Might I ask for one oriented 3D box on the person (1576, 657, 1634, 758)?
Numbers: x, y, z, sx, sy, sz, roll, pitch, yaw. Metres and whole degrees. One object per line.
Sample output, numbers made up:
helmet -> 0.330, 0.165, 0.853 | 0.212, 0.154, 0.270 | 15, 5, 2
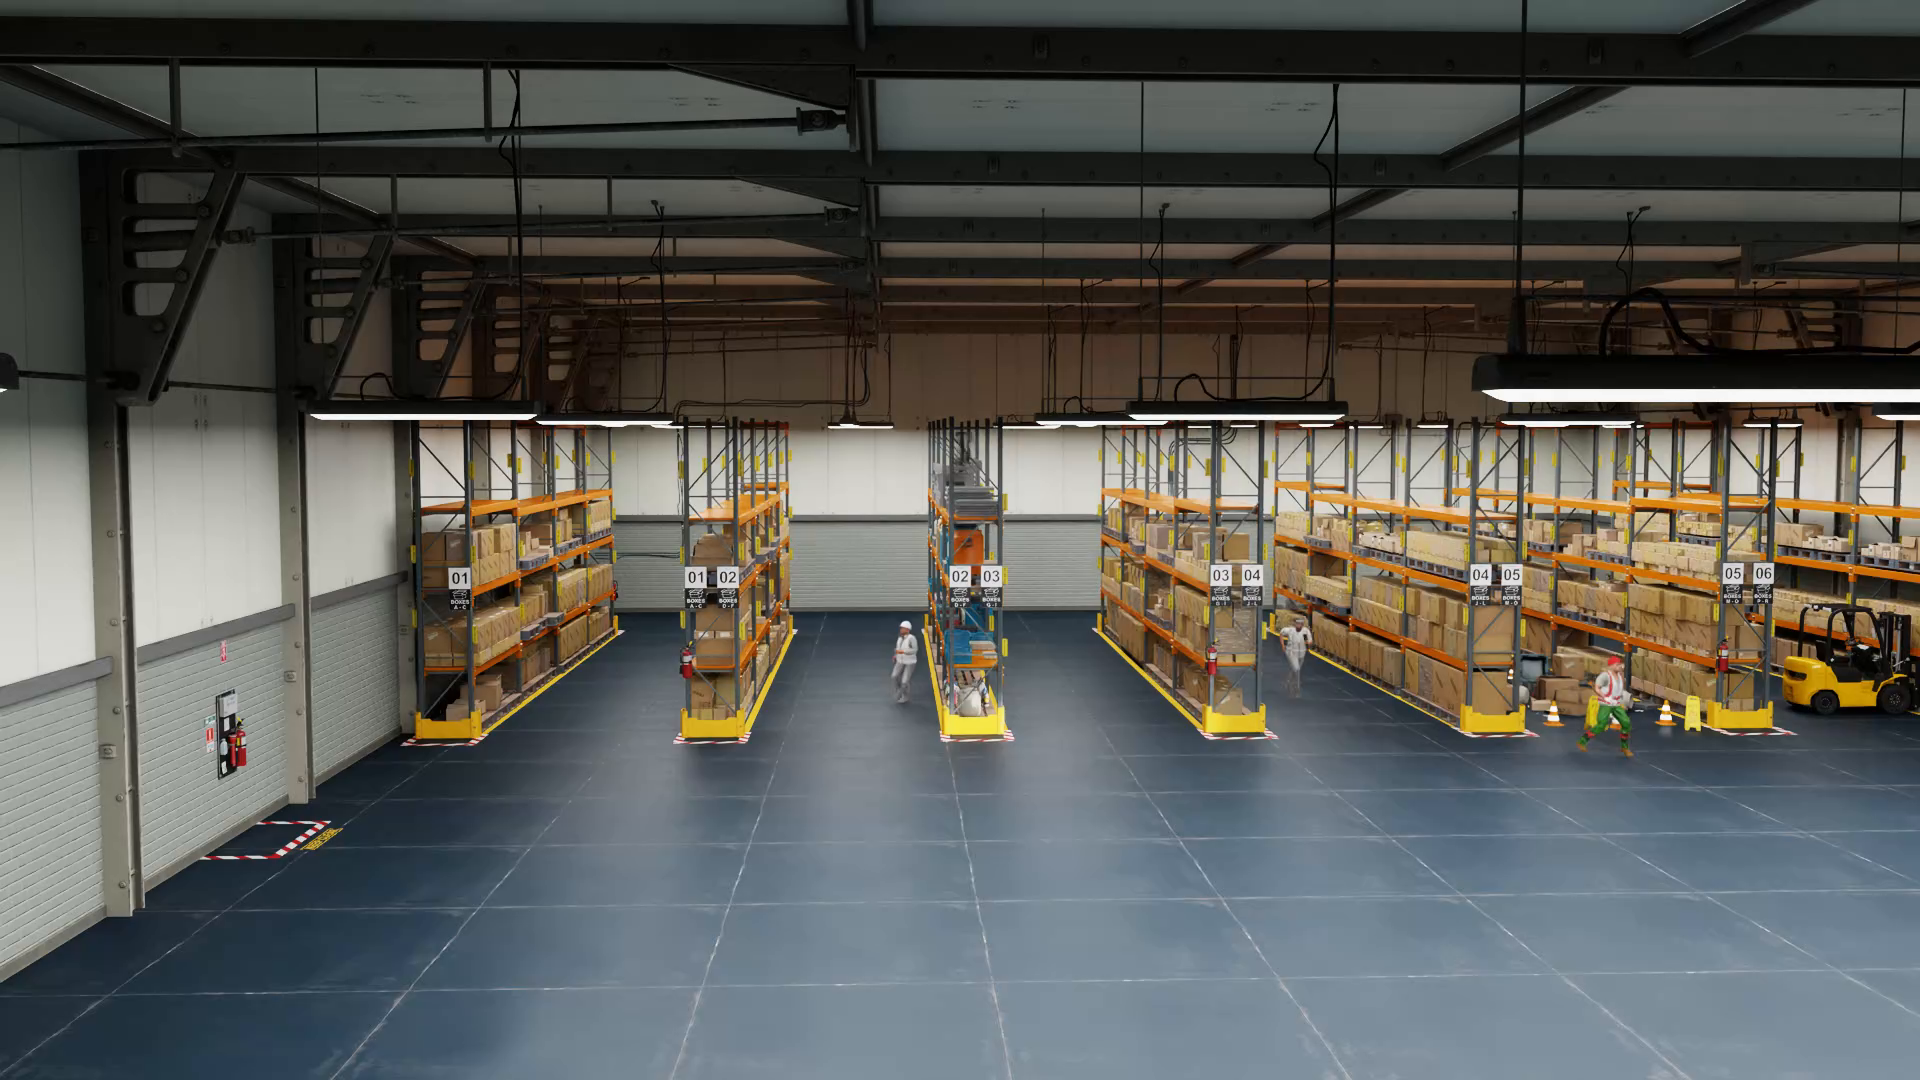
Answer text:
person -> 11.449, 2.940, 29.376 | 0.898, 1.774, 0.766 | -2, 4, -32

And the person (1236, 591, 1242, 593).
person -> 7.995, 1.810, 48.440 | 0.512, 1.533, 0.542 | -3, 5, -38

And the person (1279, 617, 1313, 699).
person -> 7.259, 2.522, 36.020 | 0.653, 1.798, 0.981 | -1, 4, -13

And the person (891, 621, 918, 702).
person -> -1.180, 2.575, 35.072 | 0.718, 1.731, 0.639 | 2, 4, 27

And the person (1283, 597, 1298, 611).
person -> 9.790, 1.659, 48.995 | 0.821, 1.763, 0.763 | 1, 4, 21
